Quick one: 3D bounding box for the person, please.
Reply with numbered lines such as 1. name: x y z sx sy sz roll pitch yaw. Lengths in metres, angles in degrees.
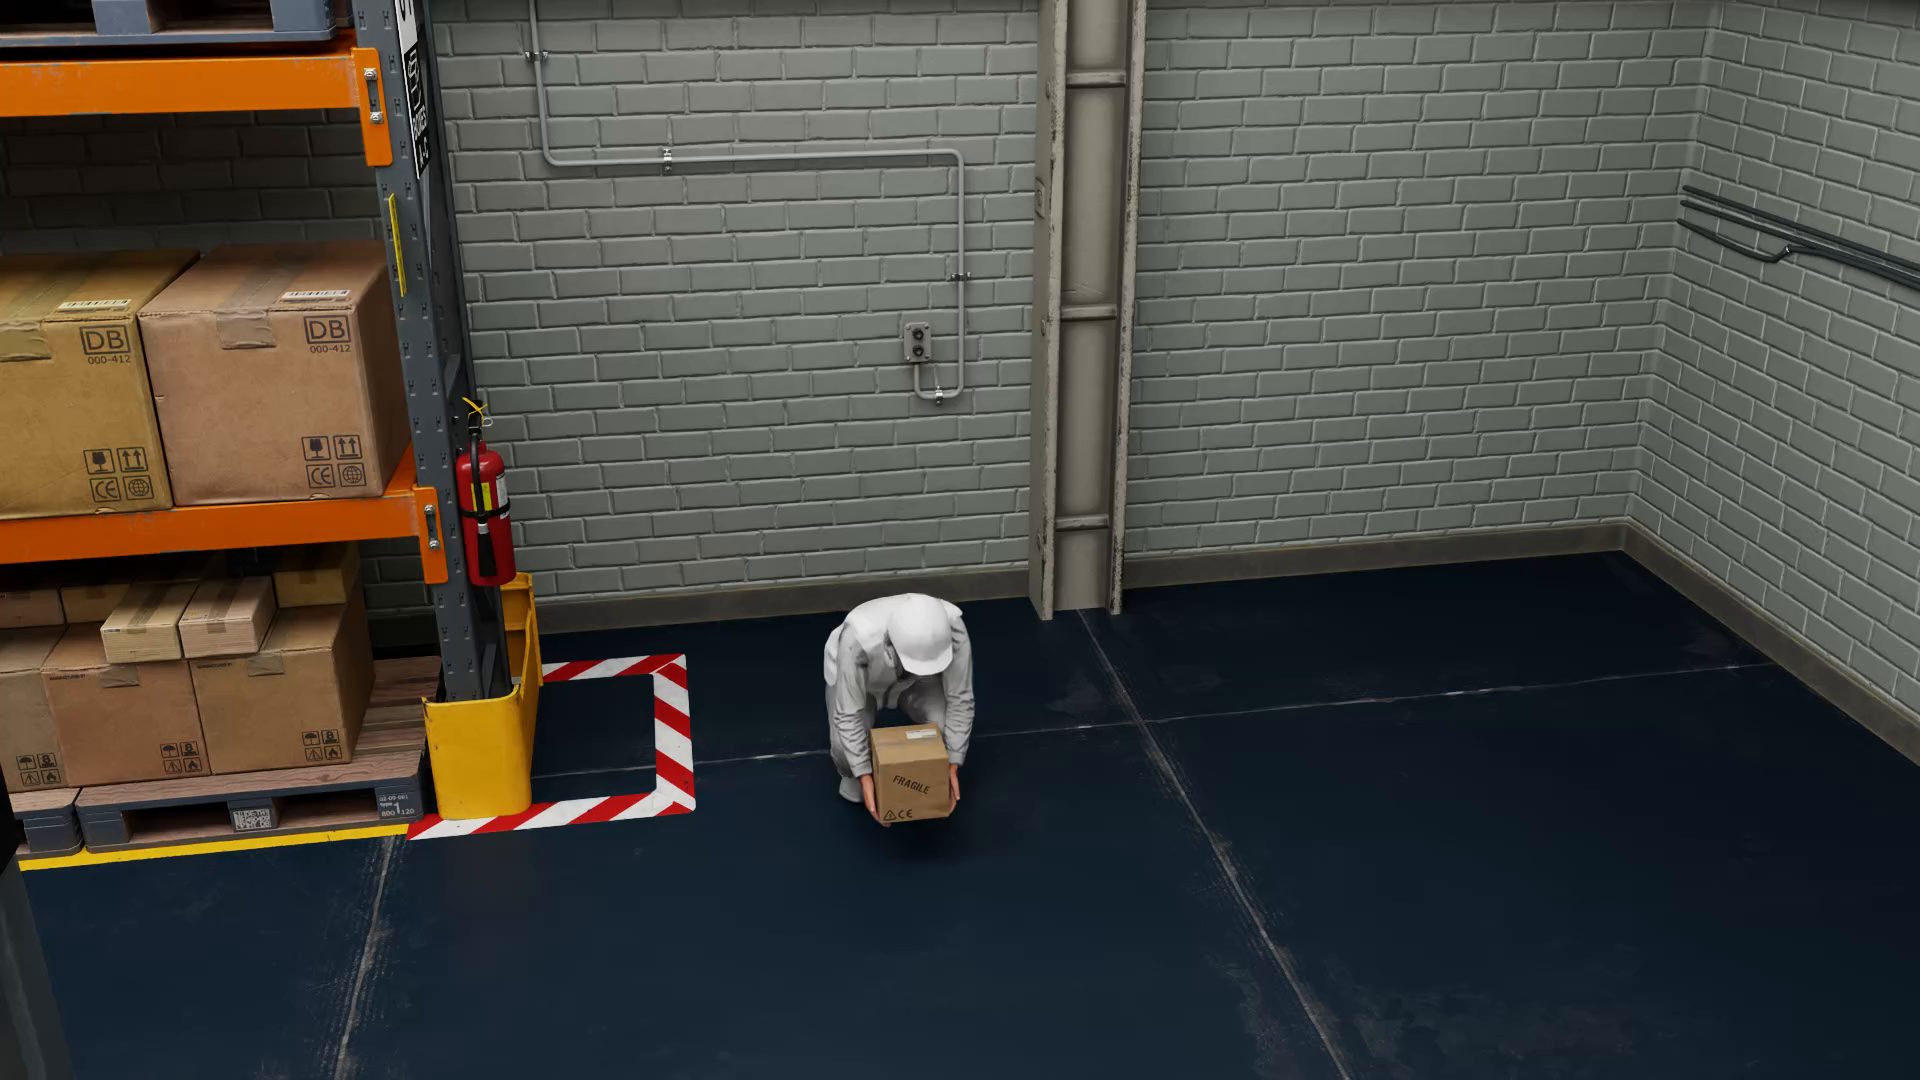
1. person: -0.241 0.551 6.262 0.534 1.006 0.867 -4 24 -10
